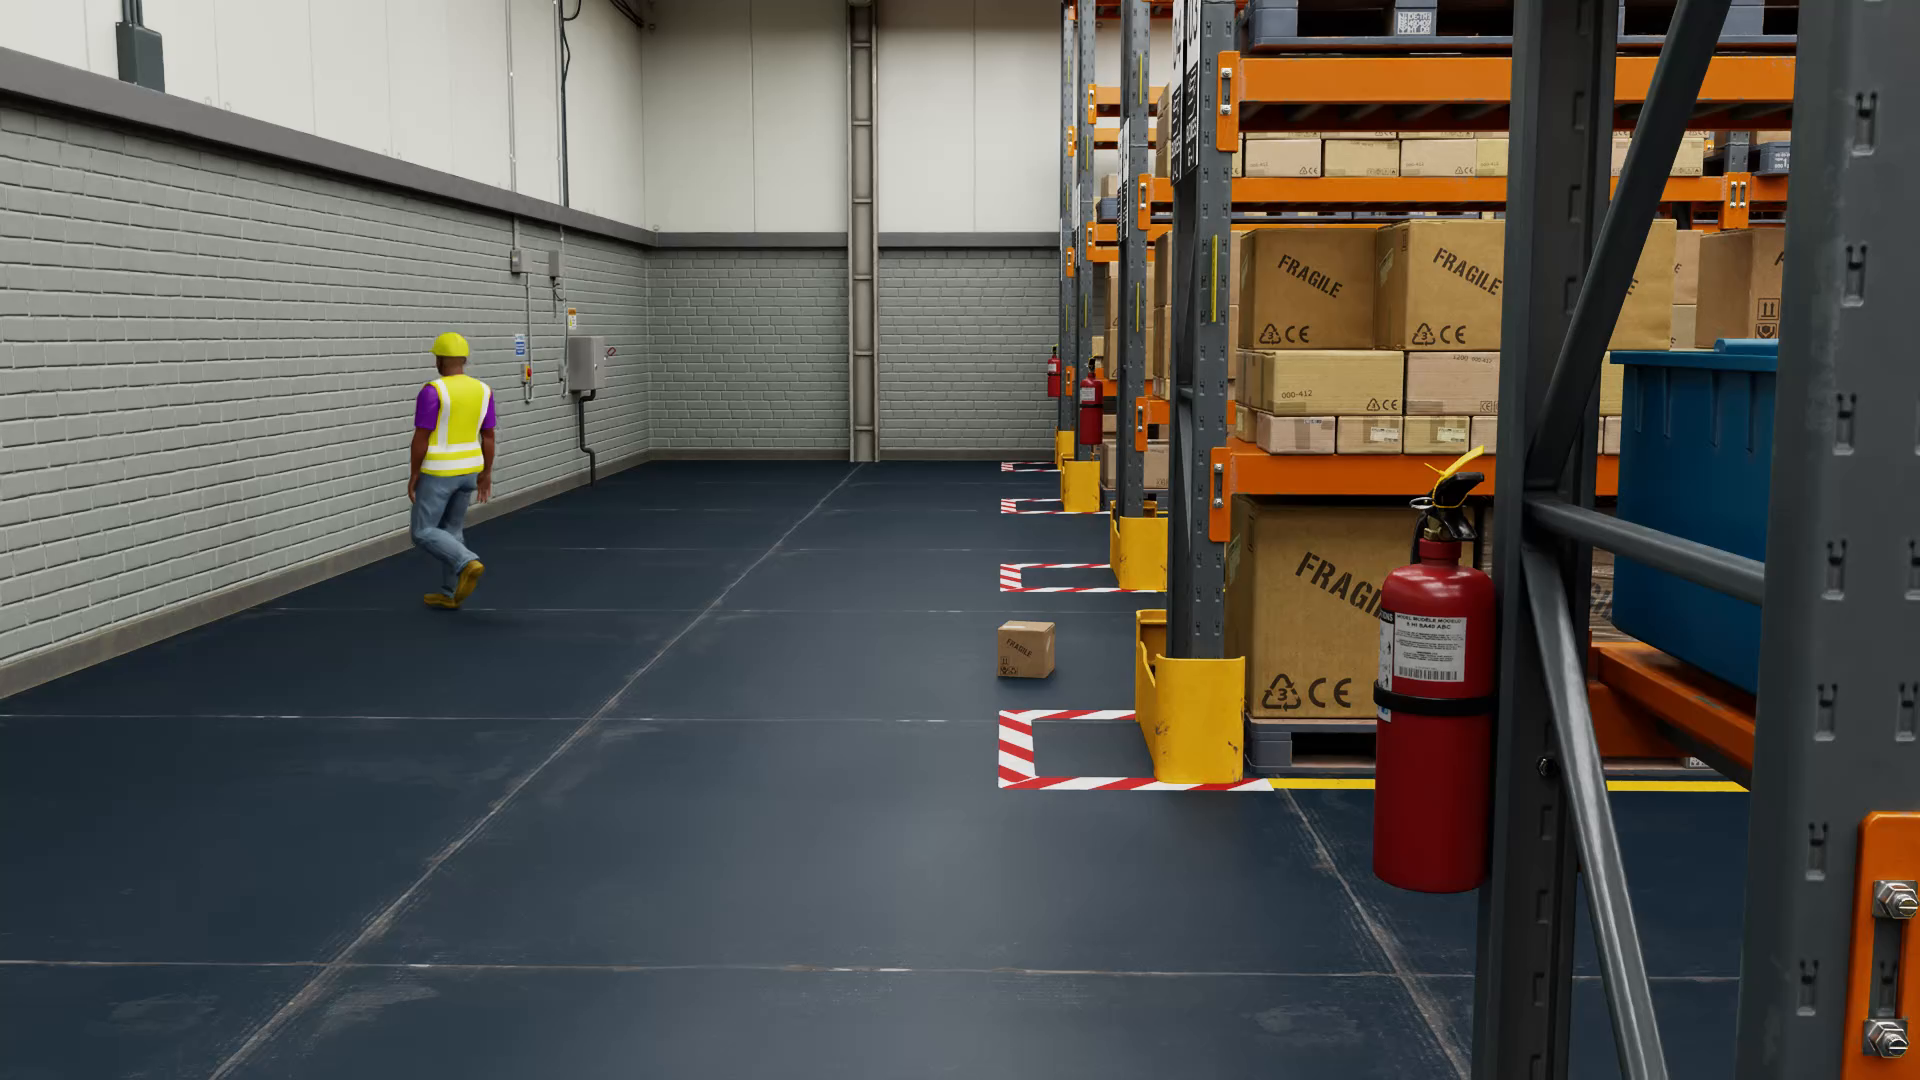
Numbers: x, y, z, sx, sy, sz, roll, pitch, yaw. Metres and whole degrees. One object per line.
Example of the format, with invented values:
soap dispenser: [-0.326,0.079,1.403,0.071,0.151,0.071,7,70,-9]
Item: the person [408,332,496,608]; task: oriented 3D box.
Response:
person: [-3.200,-0.426,10.465,0.702,1.749,0.577,5,9,33]
